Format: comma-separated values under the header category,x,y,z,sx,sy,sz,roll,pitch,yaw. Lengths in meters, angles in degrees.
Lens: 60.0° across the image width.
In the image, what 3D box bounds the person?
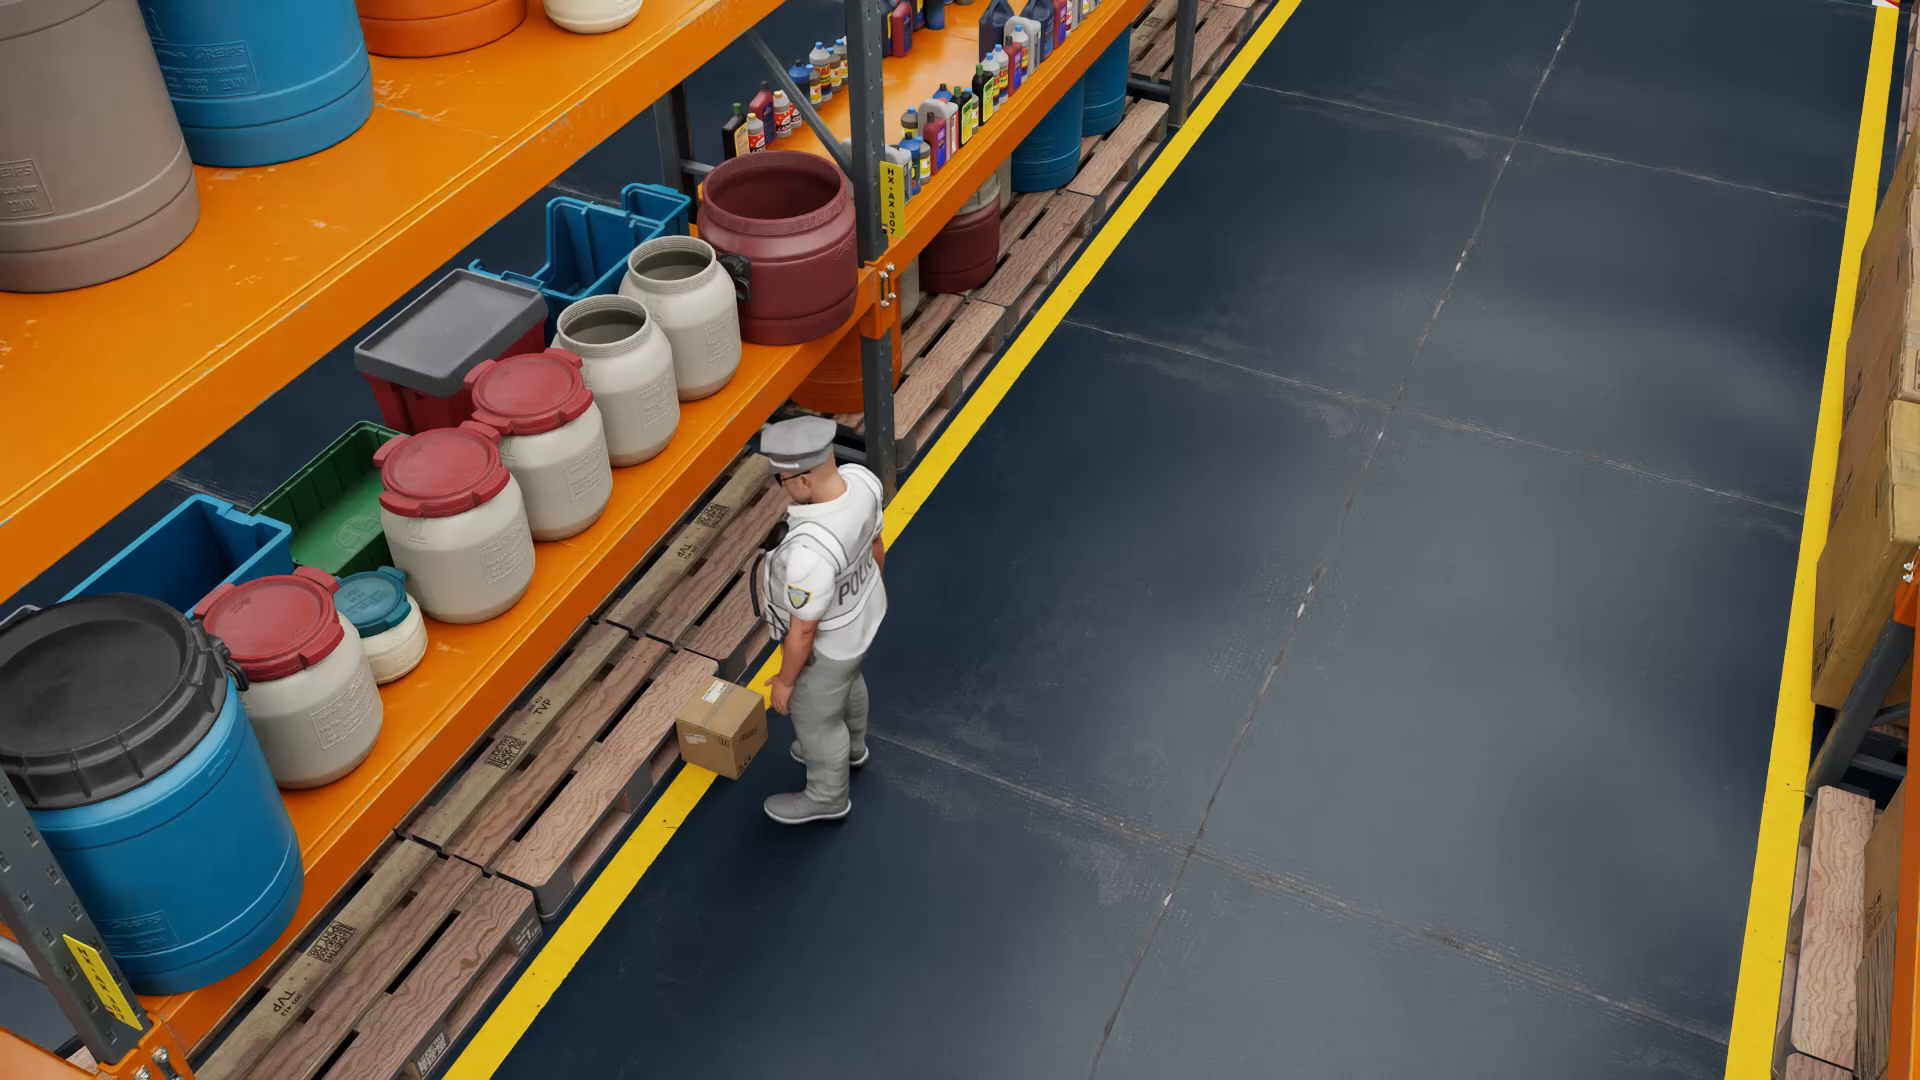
category,x,y,z,sx,sy,sz,roll,pitch,yaw
person,-0.502,0.317,5.795,0.453,1.775,0.618,12,43,13
